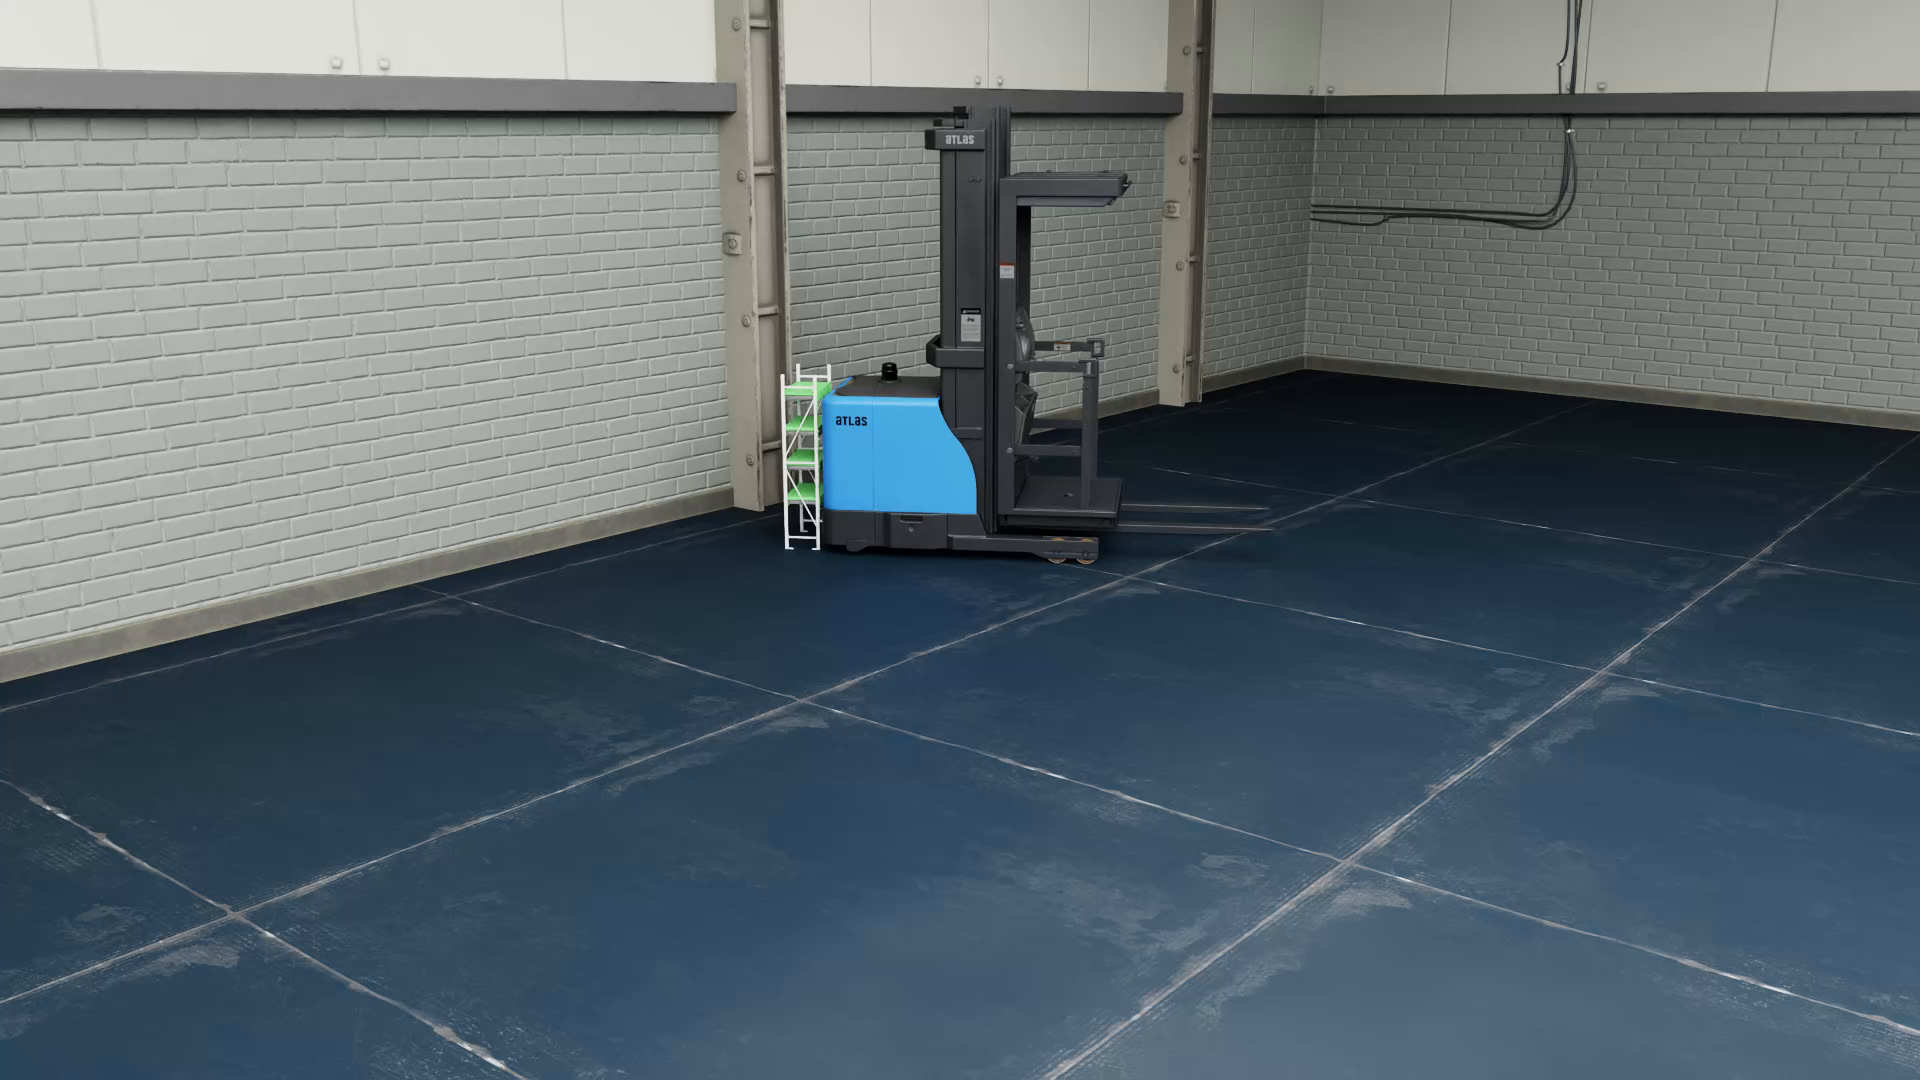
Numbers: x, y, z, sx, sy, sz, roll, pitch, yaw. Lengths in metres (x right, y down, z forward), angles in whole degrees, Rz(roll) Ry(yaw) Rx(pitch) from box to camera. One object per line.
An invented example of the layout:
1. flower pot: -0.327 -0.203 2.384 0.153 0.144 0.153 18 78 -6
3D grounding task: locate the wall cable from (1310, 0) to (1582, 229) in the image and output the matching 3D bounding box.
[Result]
1. wall cable: 5.152 -4.640 17.918 3.097 2.526 0.112 11 18 38

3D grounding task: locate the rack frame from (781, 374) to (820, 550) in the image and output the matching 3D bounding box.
1. rack frame: -1.076 -0.519 11.229 0.240 1.200 0.015 2 14 7

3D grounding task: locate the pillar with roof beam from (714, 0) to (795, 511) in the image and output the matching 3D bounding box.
1. pillar with roof beam: 1.849 -3.970 8.975 9.100 9.000 0.400 11 18 38

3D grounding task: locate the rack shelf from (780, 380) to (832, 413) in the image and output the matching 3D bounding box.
1. rack shelf: -1.047 -0.982 11.361 0.258 0.148 0.480 2 14 7

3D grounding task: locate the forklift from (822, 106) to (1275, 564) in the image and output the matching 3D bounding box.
1. forklift: 0.623 -1.401 11.184 3.031 2.935 1.130 2 14 7

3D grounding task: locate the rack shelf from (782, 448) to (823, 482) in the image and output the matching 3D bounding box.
1. rack shelf: -1.047 -0.517 11.479 0.258 0.148 0.480 2 14 7

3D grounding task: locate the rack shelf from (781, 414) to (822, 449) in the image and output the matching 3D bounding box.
1. rack shelf: -1.047 -0.749 11.420 0.258 0.148 0.480 2 14 7

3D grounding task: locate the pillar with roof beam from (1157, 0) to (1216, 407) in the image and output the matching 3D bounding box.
1. pillar with roof beam: 5.620 -5.119 13.498 9.100 9.000 0.400 11 18 38

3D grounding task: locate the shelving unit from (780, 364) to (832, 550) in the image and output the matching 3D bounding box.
1. shelving unit: -1.047 -0.579 11.464 0.258 1.200 0.503 2 14 7

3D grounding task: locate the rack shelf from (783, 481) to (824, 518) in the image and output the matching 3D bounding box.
1. rack shelf: -1.047 -0.284 11.539 0.258 0.148 0.480 2 14 7

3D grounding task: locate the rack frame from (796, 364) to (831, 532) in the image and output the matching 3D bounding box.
1. rack frame: -1.018 -0.638 11.699 0.240 1.200 0.015 2 14 7
